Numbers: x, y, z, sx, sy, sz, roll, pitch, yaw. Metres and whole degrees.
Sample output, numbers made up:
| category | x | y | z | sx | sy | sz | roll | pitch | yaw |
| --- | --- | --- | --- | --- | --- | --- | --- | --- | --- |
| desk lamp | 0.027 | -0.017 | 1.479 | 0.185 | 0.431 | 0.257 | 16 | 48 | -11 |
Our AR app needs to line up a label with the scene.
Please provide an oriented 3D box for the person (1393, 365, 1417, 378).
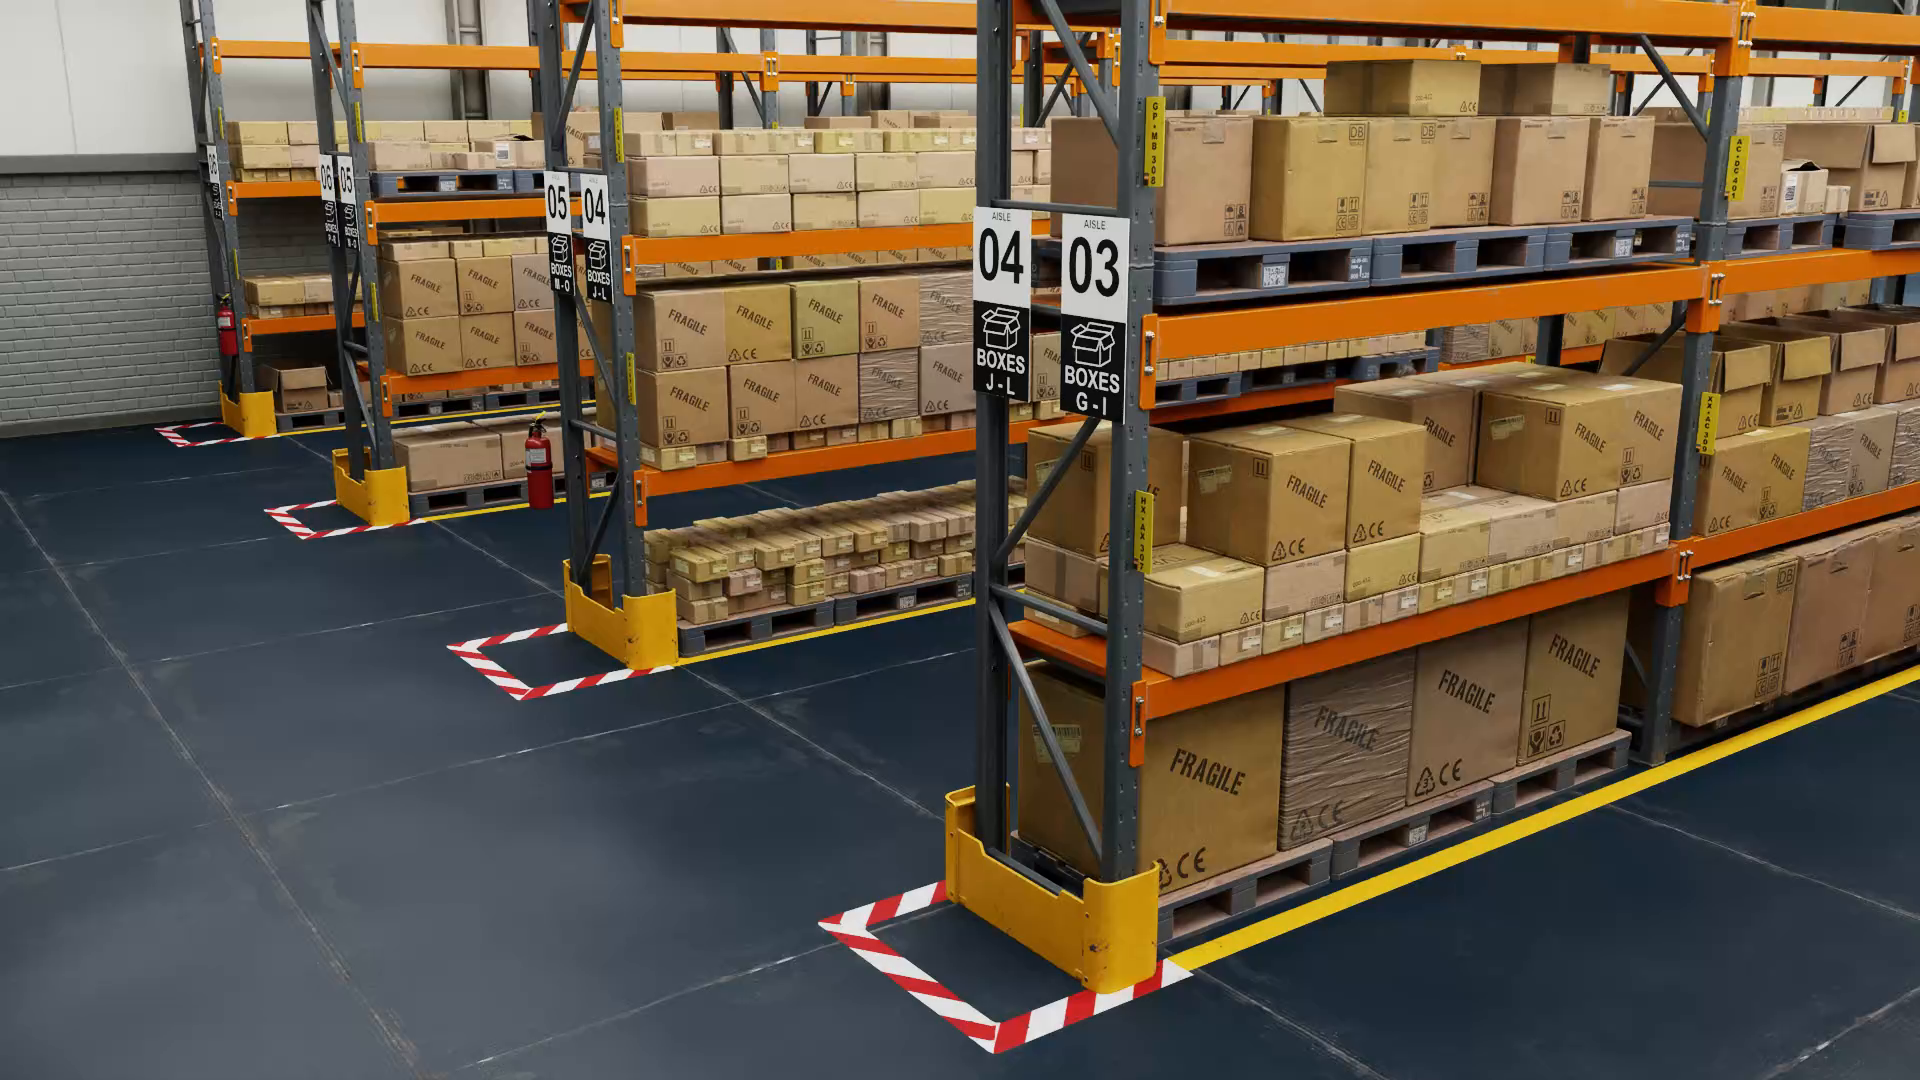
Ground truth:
| category | x | y | z | sx | sy | sz | roll | pitch | yaw |
| --- | --- | --- | --- | --- | --- | --- | --- | --- | --- |
| person | 3.613 | -0.622 | 13.418 | 1.010 | 1.600 | 0.476 | -8 | 17 | -29 |
